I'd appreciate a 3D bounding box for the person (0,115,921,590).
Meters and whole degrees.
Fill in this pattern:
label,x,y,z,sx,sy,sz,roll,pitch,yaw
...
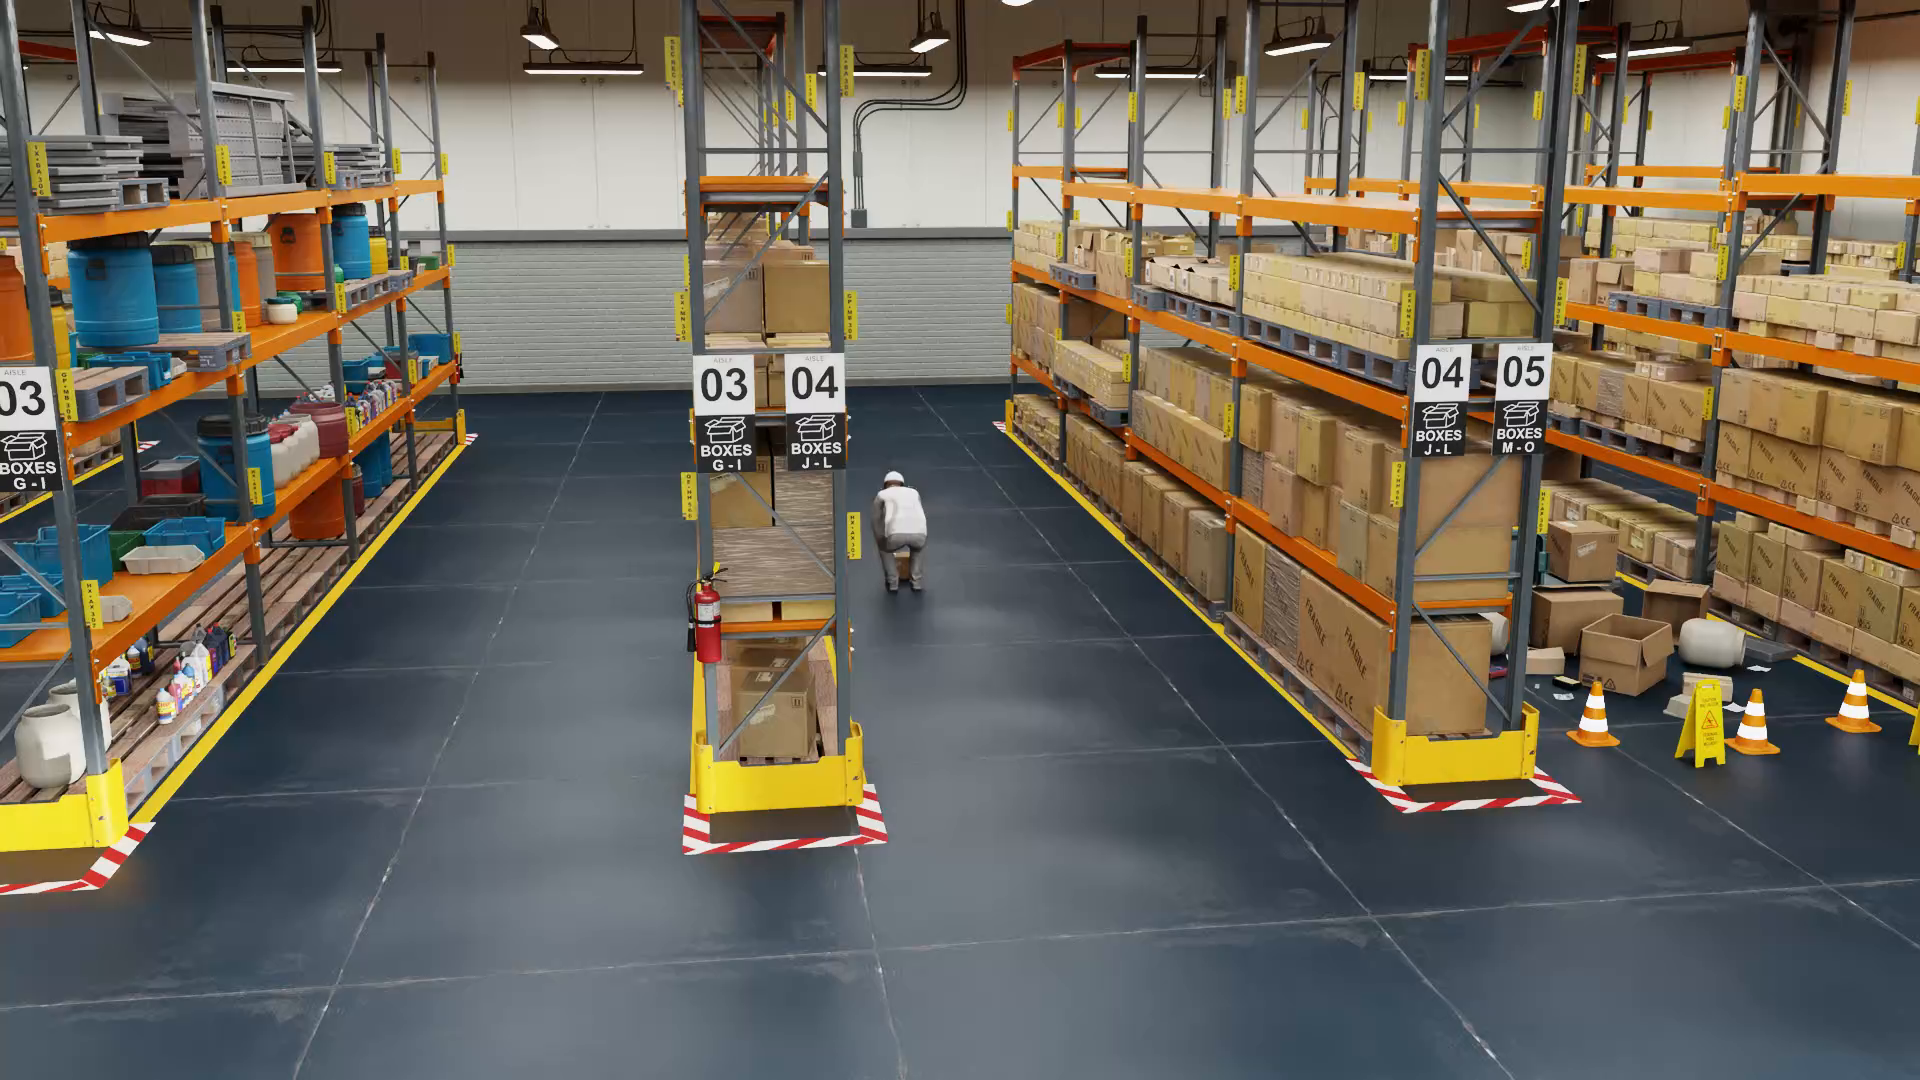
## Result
label,x,y,z,sx,sy,sz,roll,pitch,yaw
person,-3.930,-2.169,16.349,7.197,5.811,11.417,-2,13,-8
